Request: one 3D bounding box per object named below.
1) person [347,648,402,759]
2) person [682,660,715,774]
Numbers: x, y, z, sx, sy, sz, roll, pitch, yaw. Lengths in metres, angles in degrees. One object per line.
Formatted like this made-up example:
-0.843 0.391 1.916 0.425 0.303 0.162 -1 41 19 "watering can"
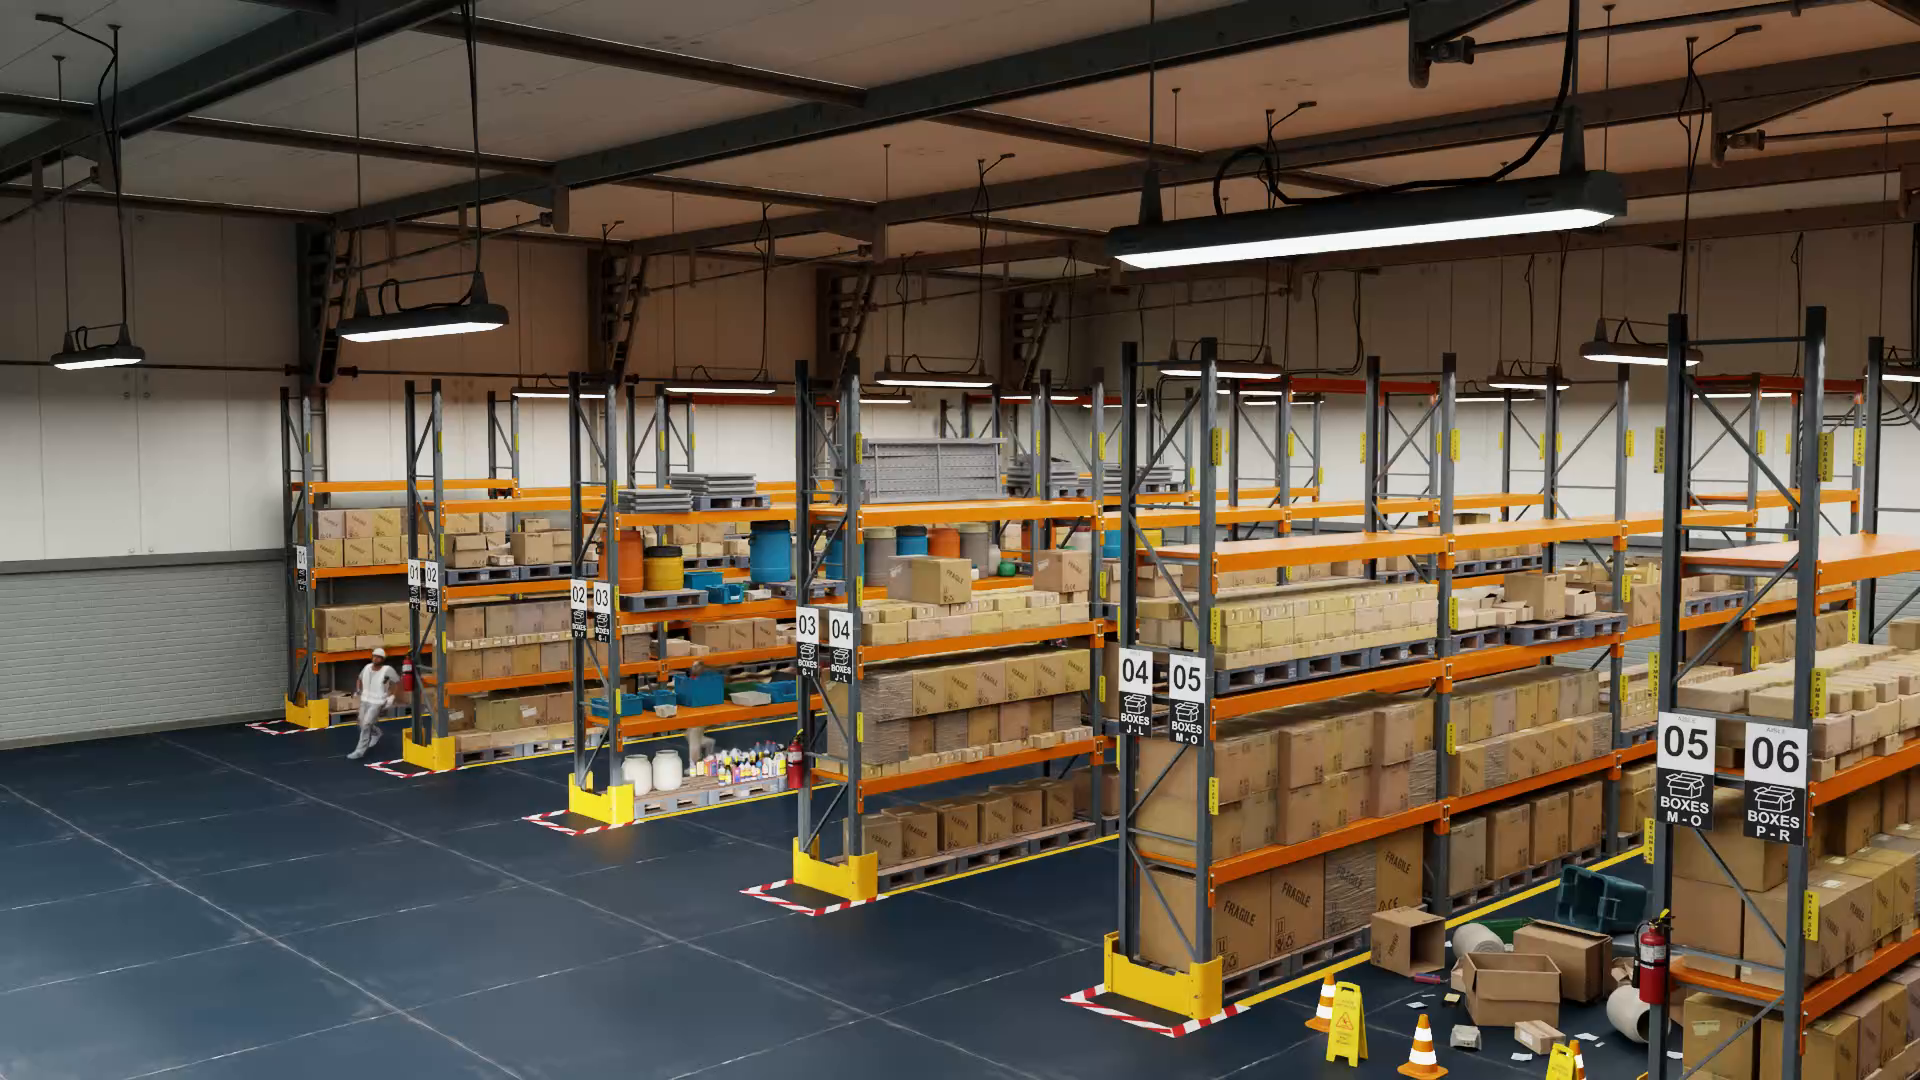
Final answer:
-9.353 2.593 26.593 0.744 1.737 0.904 1 4 16 "person"
-4.000 2.696 25.579 0.645 1.717 0.816 2 4 33 "person"
